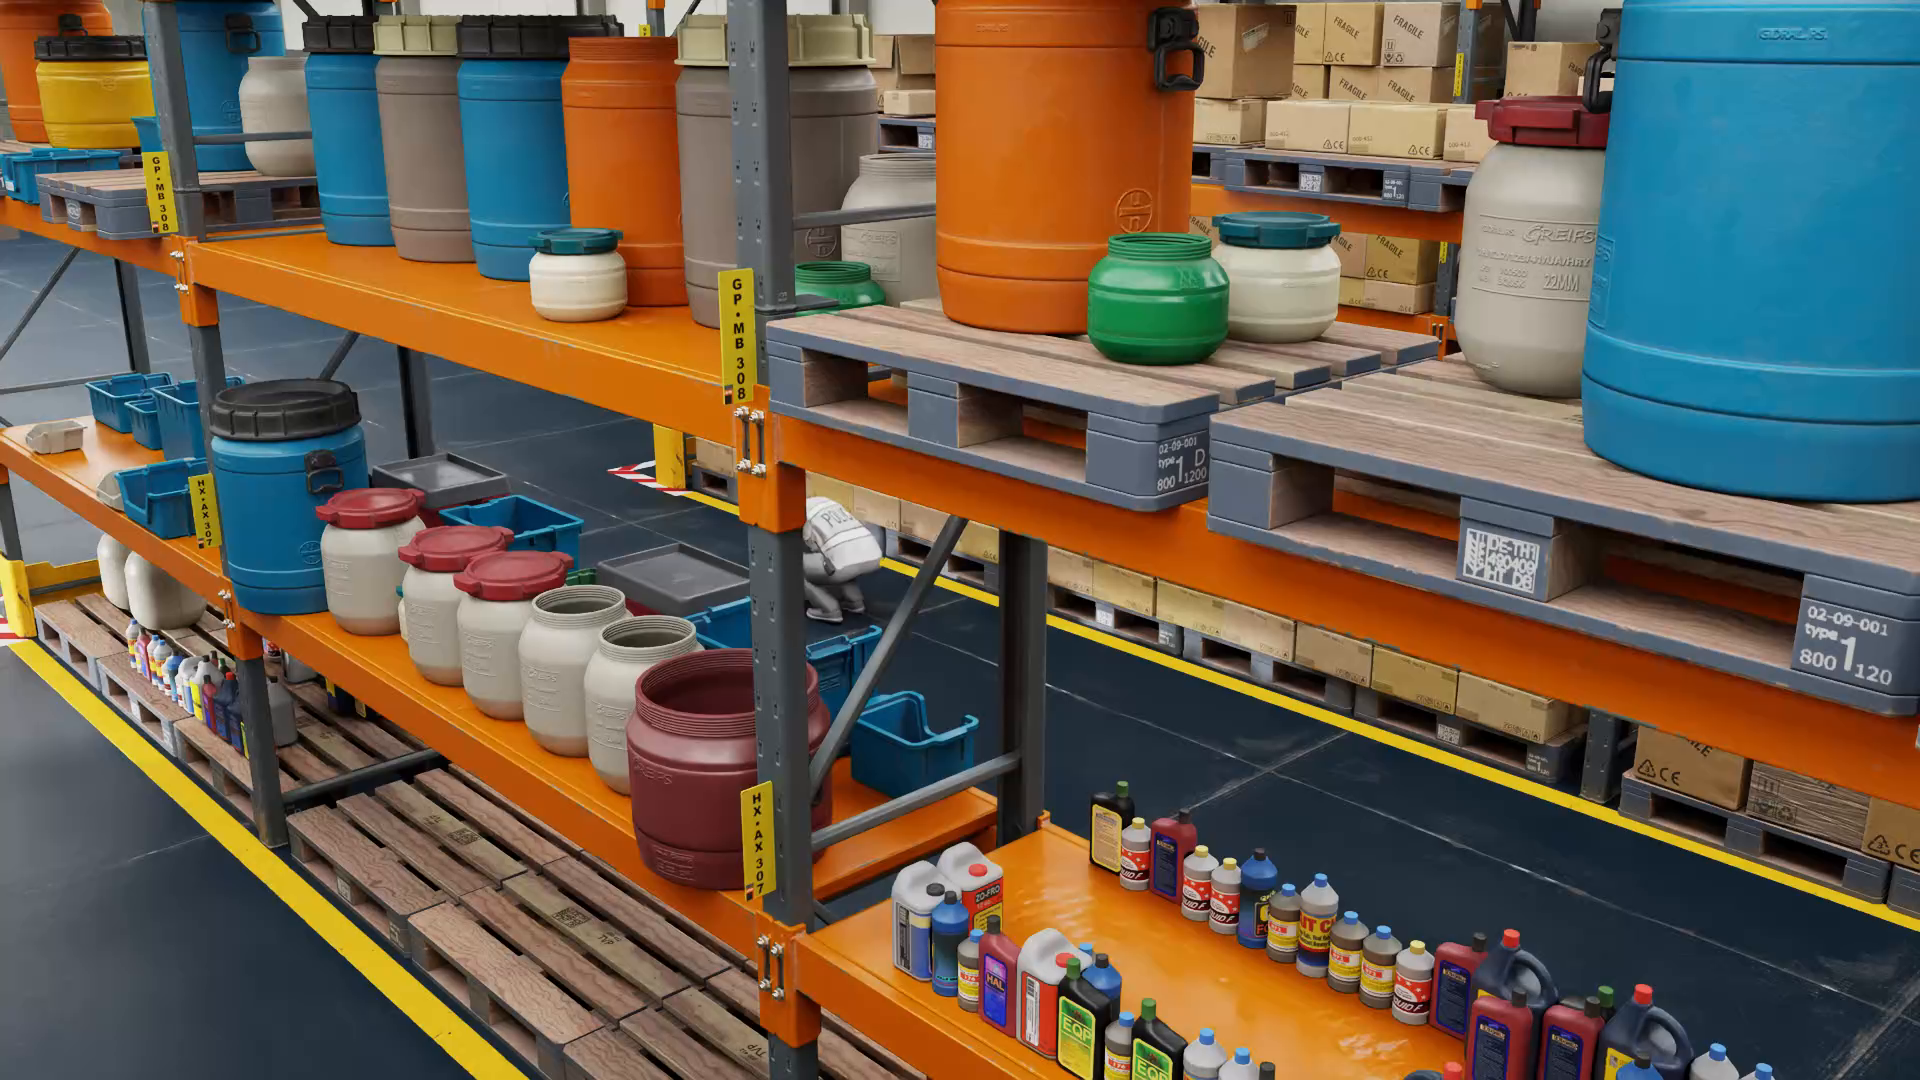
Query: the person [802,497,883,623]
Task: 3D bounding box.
[{"bbox_3d":[-0.892,0.065,10.755,0.473,0.843,0.871,-16,23,-41],"label":"person"}]
